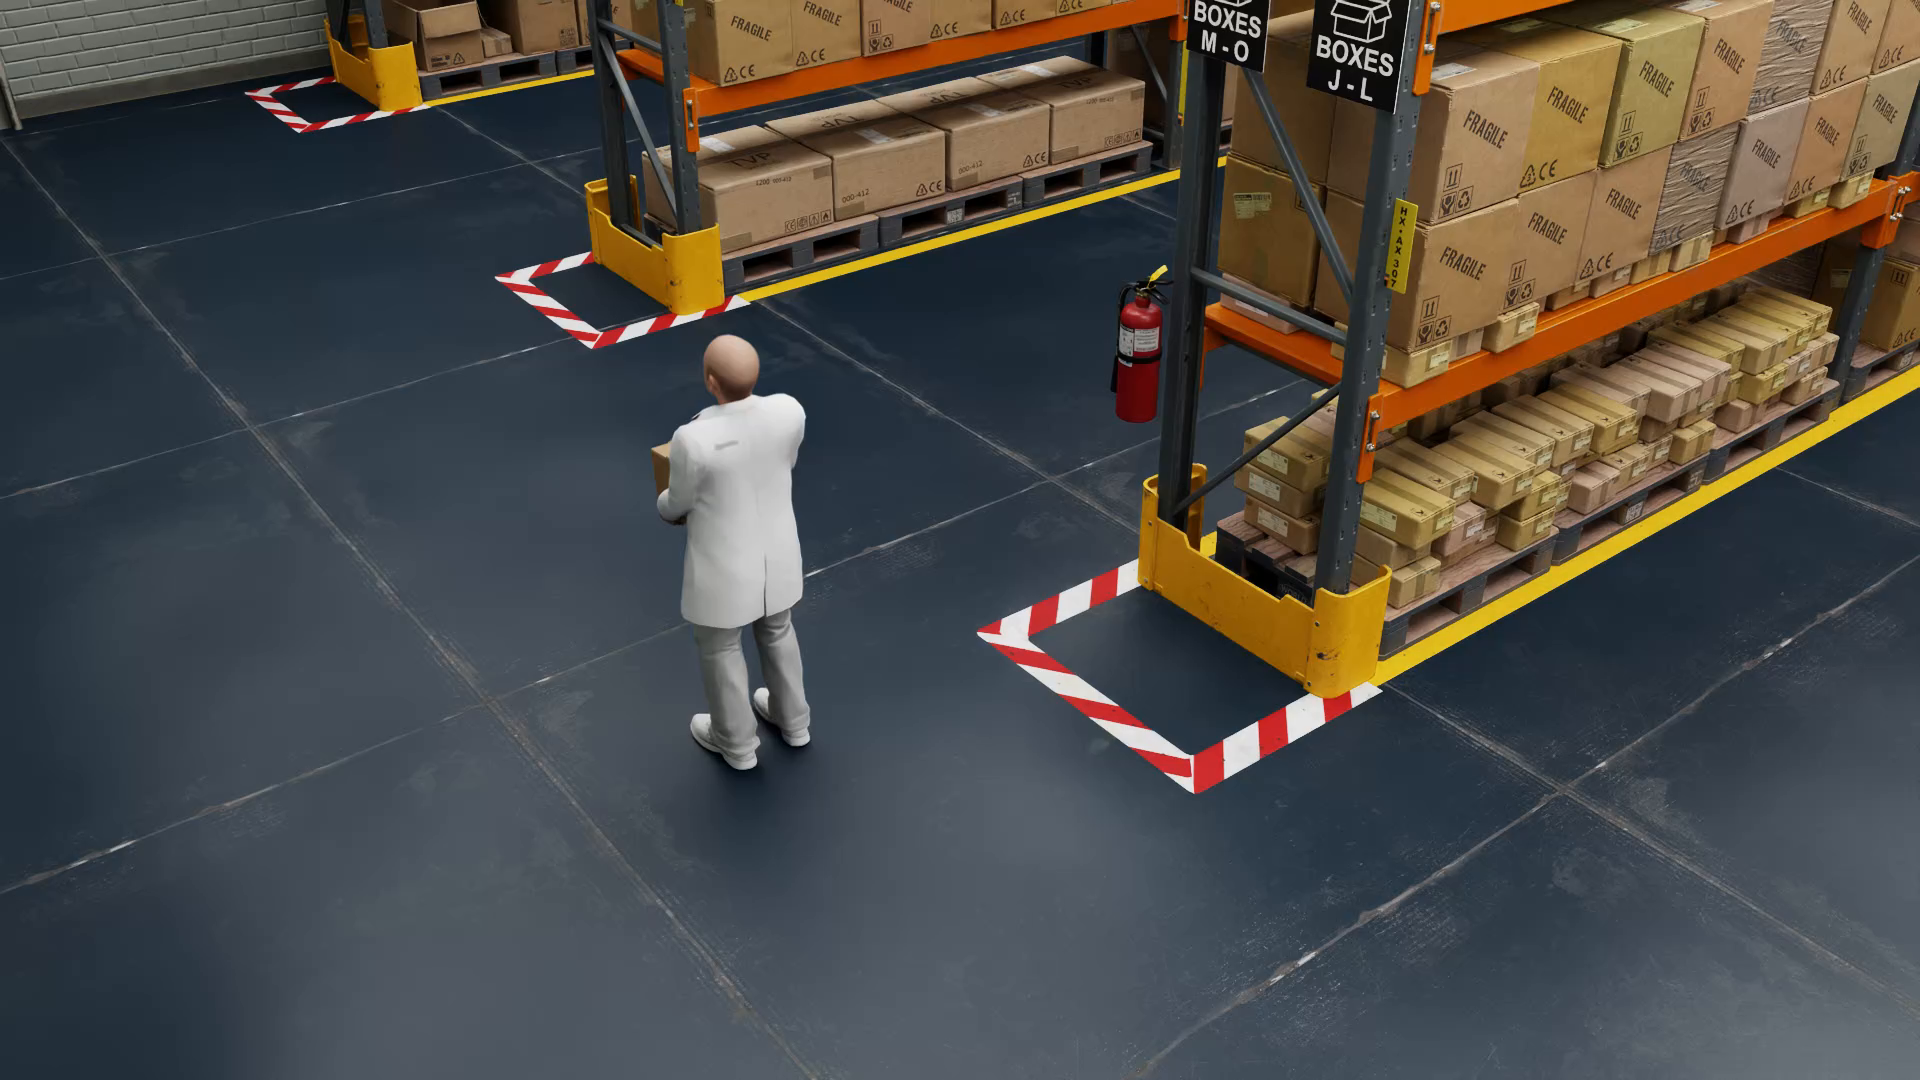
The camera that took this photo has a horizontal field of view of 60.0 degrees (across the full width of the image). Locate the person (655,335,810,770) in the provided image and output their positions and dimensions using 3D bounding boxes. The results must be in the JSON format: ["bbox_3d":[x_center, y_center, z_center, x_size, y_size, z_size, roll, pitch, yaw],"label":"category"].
[{"bbox_3d":[-0.860,0.002,6.147,0.531,1.773,0.554,-22,38,-31],"label":"person"}]
